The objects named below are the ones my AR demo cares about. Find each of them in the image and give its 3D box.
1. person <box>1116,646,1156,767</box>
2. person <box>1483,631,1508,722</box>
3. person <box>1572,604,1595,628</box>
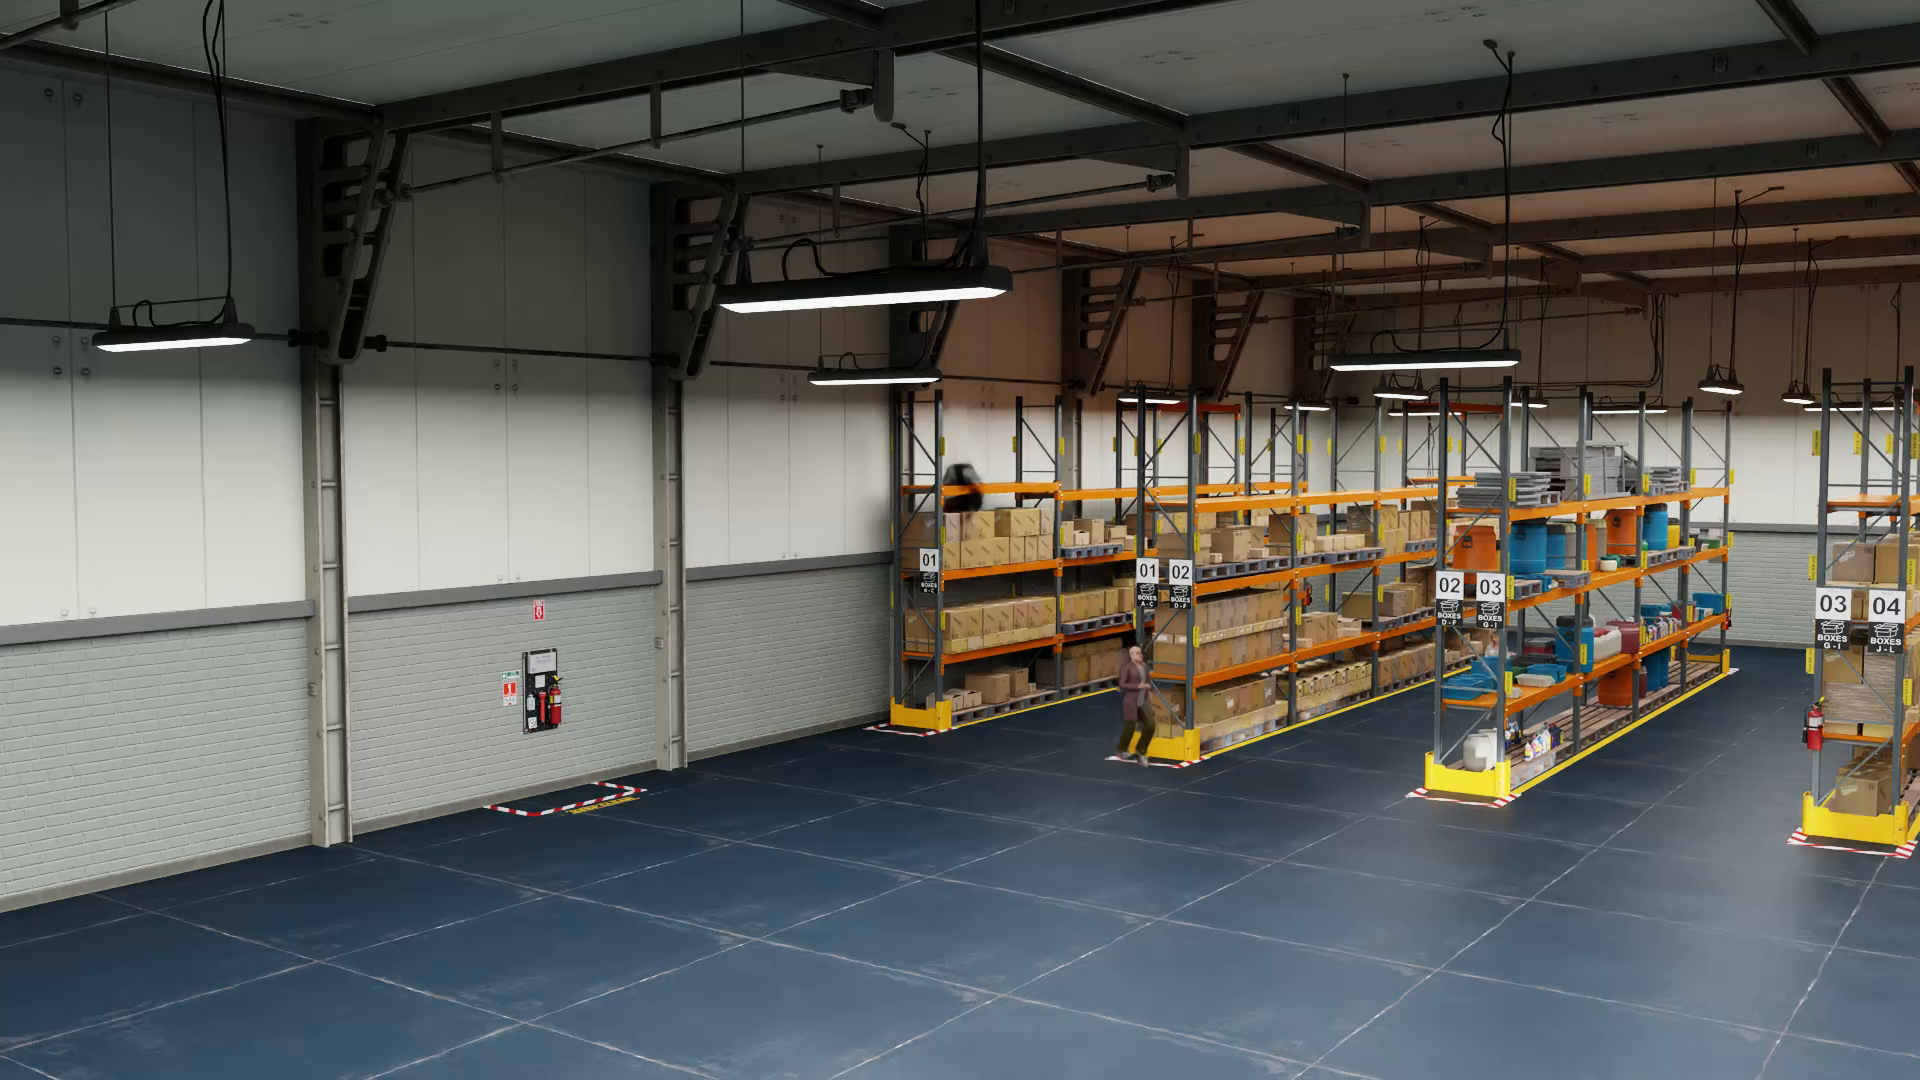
[{"bbox_3d":[2.673,2.508,25.087,0.711,1.813,0.785,-2,4,-28],"label":"person"},{"bbox_3d":[9.788,2.483,30.417,0.509,1.643,0.728,2,4,35],"label":"person"},{"bbox_3d":[12.751,2.184,34.379,0.646,1.752,0.655,2,4,37],"label":"person"}]
